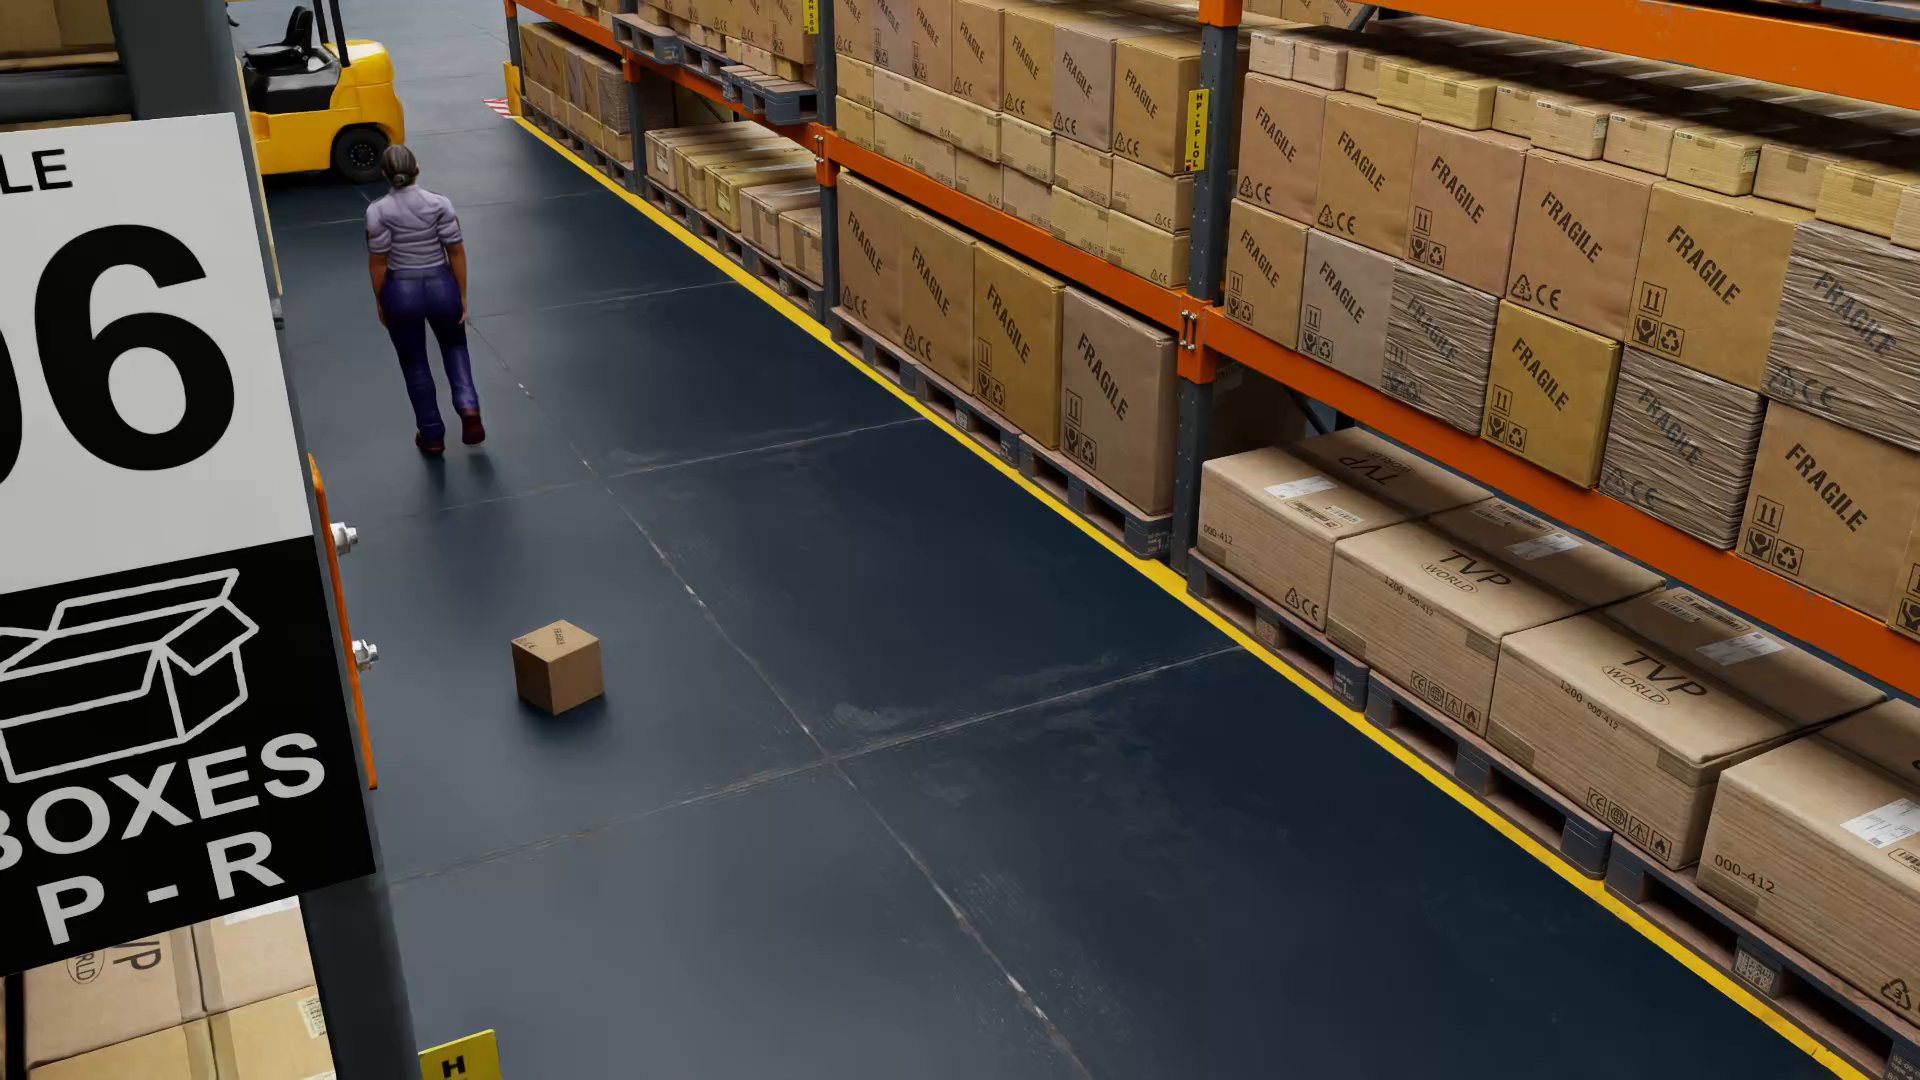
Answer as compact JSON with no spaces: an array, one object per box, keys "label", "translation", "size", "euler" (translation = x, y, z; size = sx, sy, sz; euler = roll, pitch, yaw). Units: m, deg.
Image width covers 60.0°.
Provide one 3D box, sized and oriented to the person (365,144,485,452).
[{"label":"person","translation":[-2.814,-1.251,8.688],"size":[0.475,1.649,0.454],"euler":[-14,29,-27]}]
